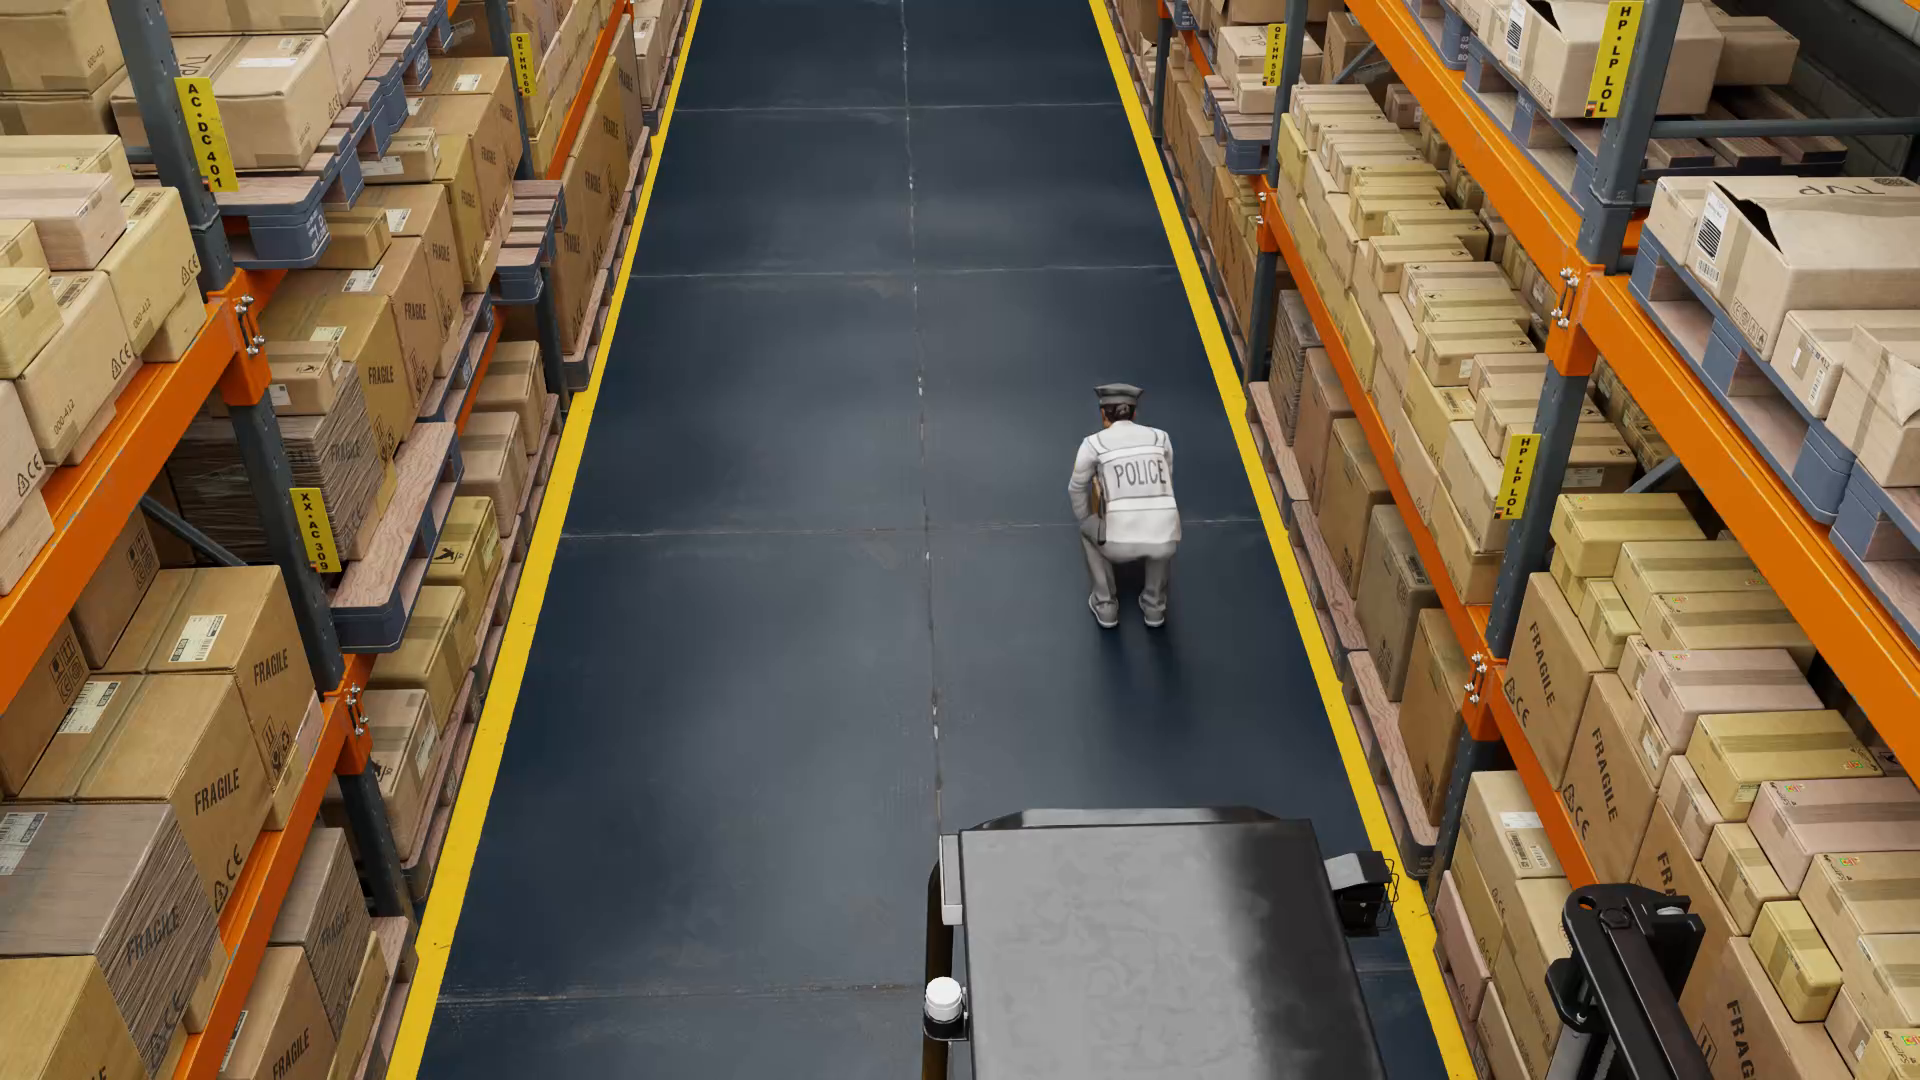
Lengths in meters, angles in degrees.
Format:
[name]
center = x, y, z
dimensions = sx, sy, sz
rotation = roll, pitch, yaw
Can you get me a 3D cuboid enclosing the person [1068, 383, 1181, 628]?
[person]
center = 0.780, -0.151, 7.901
dimensions = 0.507, 1.094, 0.812
rotation = -2, 35, -2
